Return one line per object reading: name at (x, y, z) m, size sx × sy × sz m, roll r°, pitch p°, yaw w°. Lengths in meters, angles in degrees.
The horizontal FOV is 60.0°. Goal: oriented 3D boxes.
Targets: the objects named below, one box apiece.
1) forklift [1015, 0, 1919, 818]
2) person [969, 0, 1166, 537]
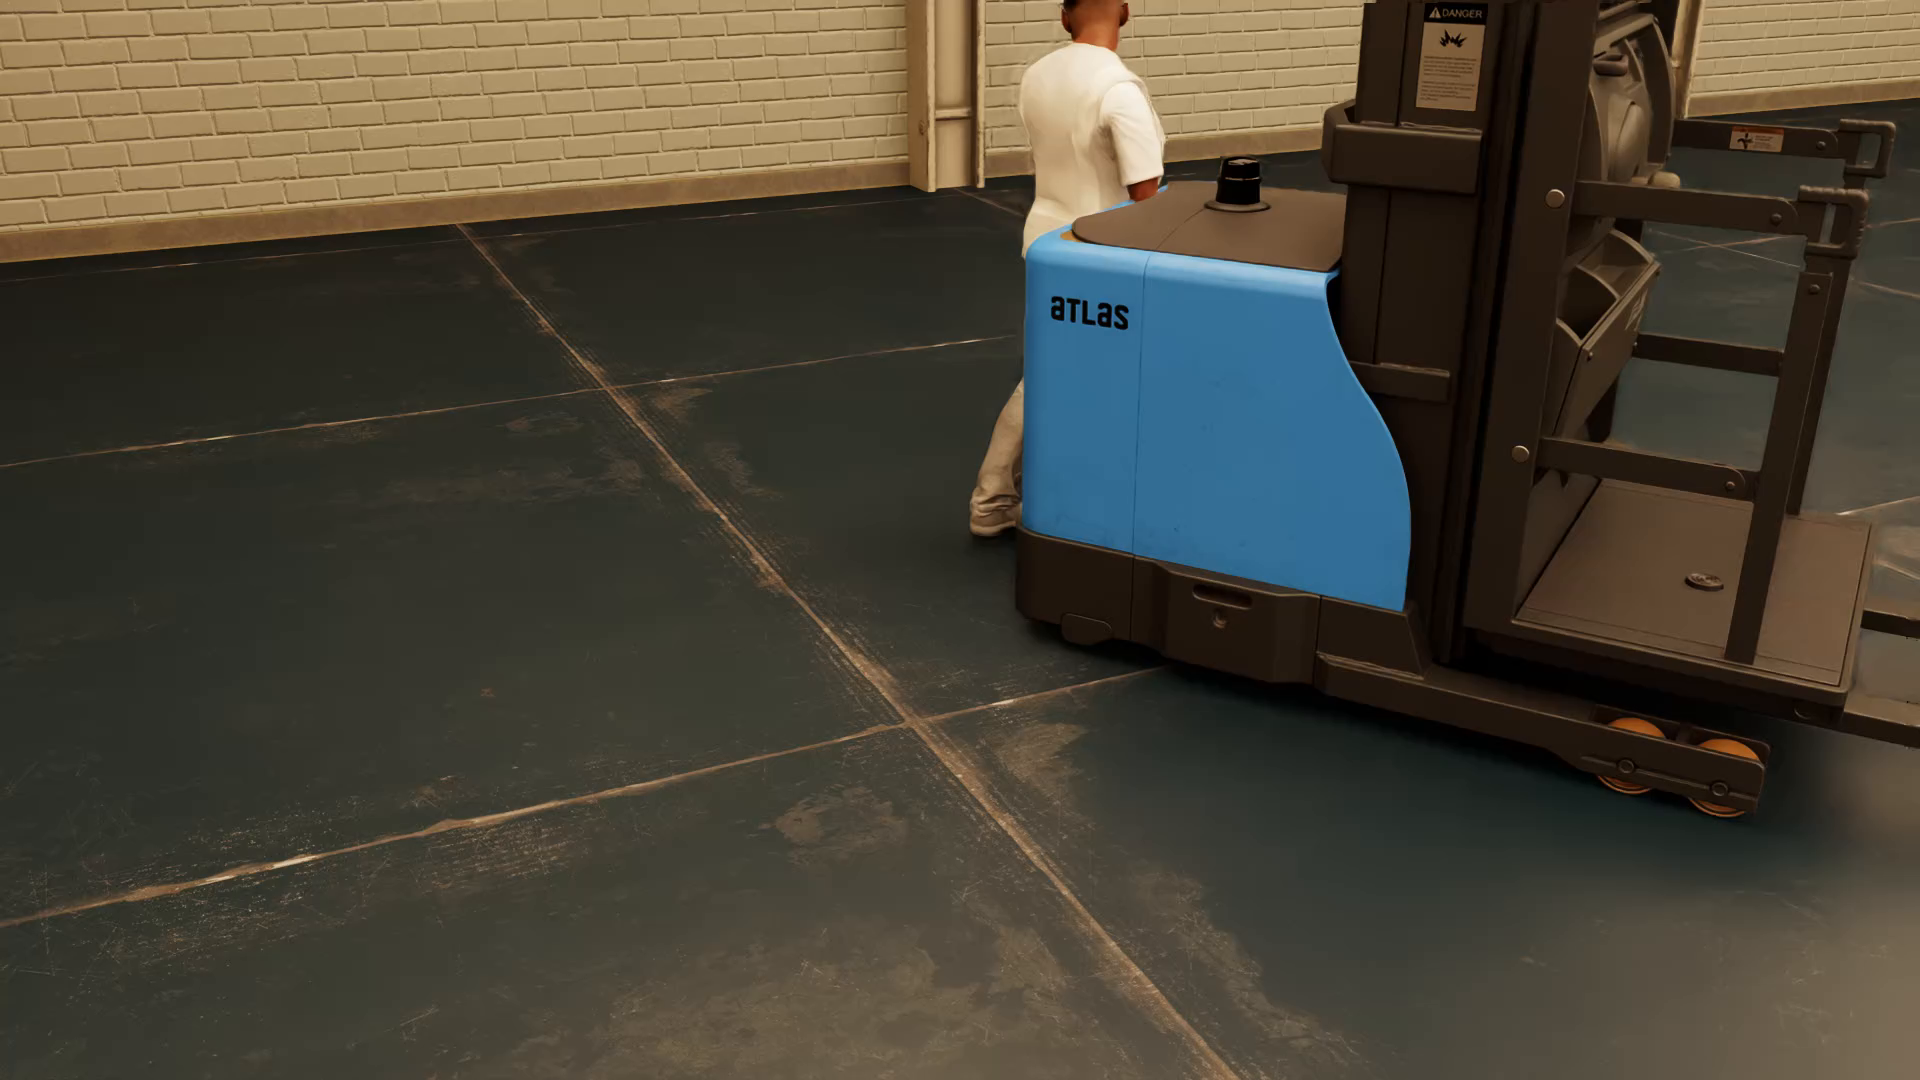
forklift at (1.682, -0.979, 3.644) m, size 3.031 × 2.935 × 1.130 m, roll 13°, pitch 26°, yaw 28°
person at (0.474, -0.828, 4.906) m, size 0.864 × 1.721 × 0.728 m, roll -16°, pitch 28°, yaw -34°
